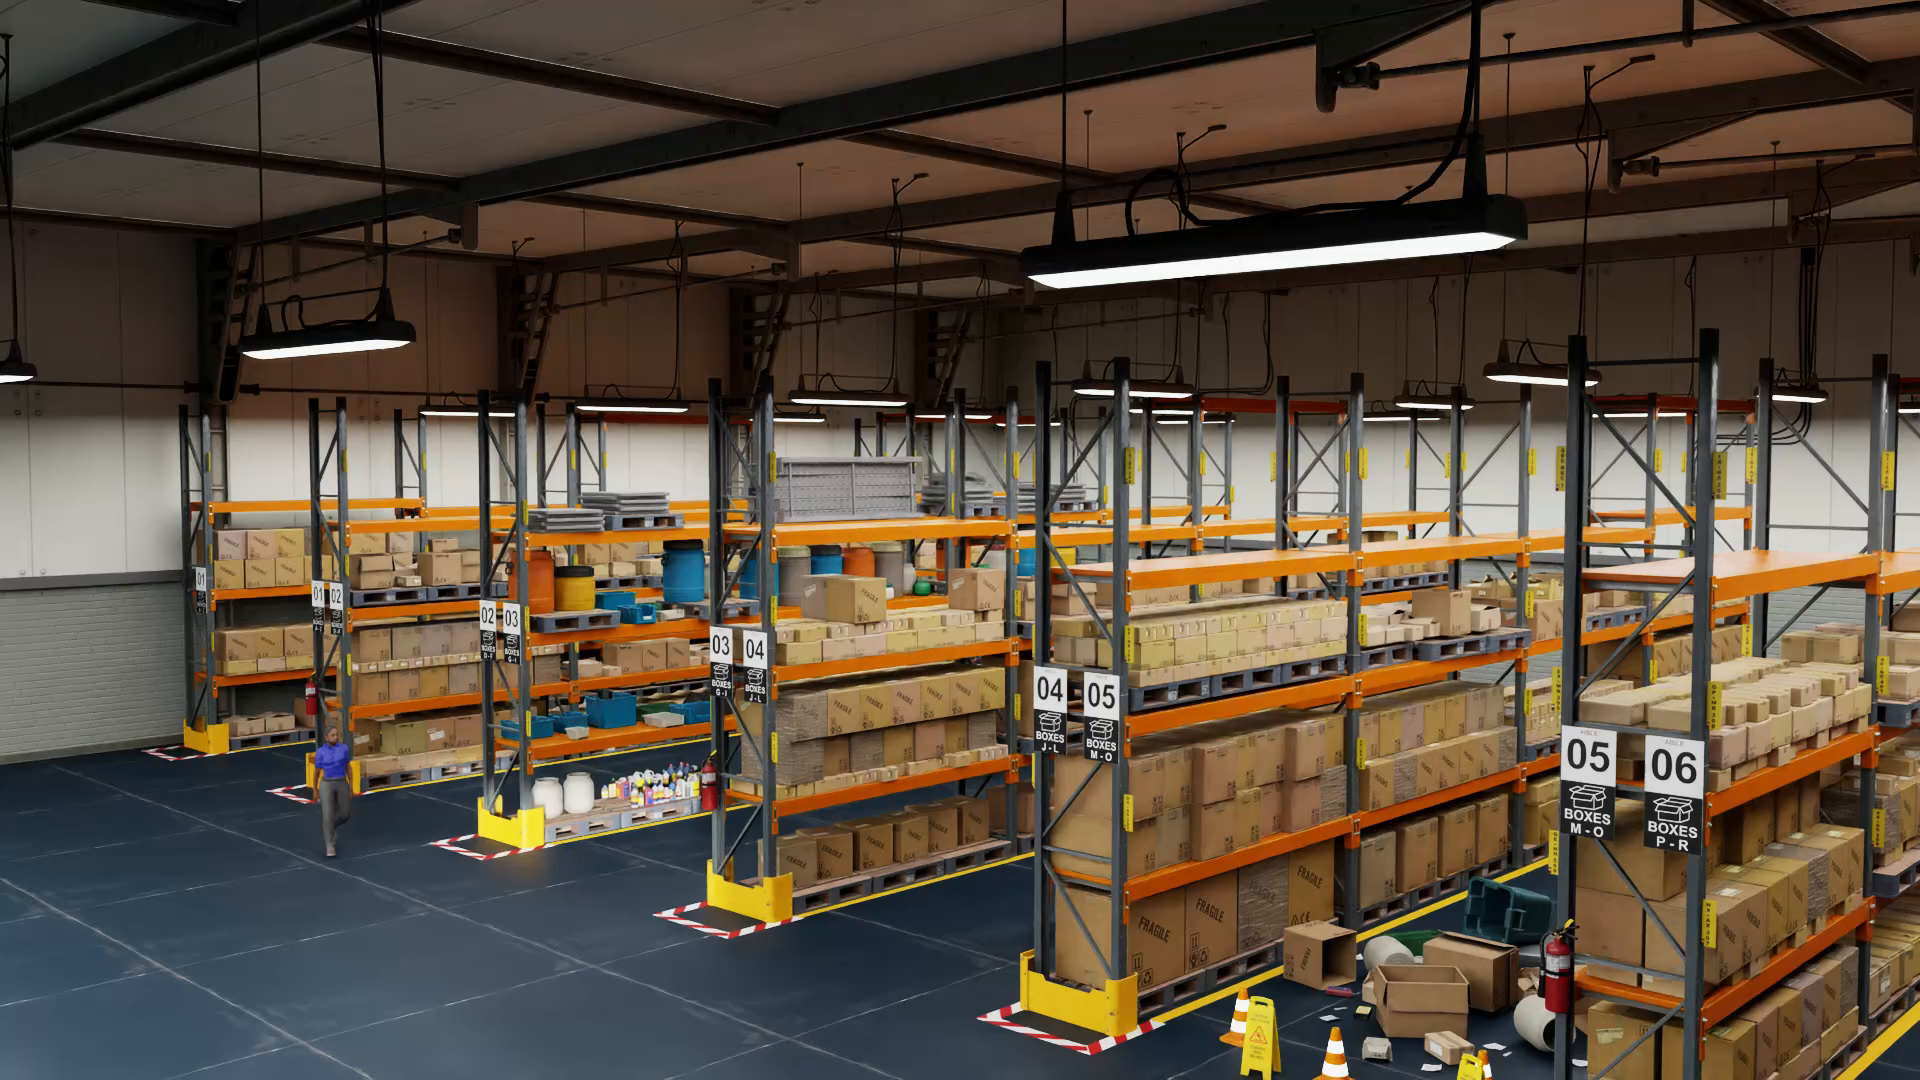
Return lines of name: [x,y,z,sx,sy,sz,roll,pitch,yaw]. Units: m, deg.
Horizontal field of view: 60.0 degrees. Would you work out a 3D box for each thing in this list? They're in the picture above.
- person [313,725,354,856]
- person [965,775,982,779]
person: [-8.116,3.209,21.514,0.504,1.627,0.746,-2,4,-36]
person: [0.092,2.915,26.279,0.678,1.740,0.636,-2,4,-33]
